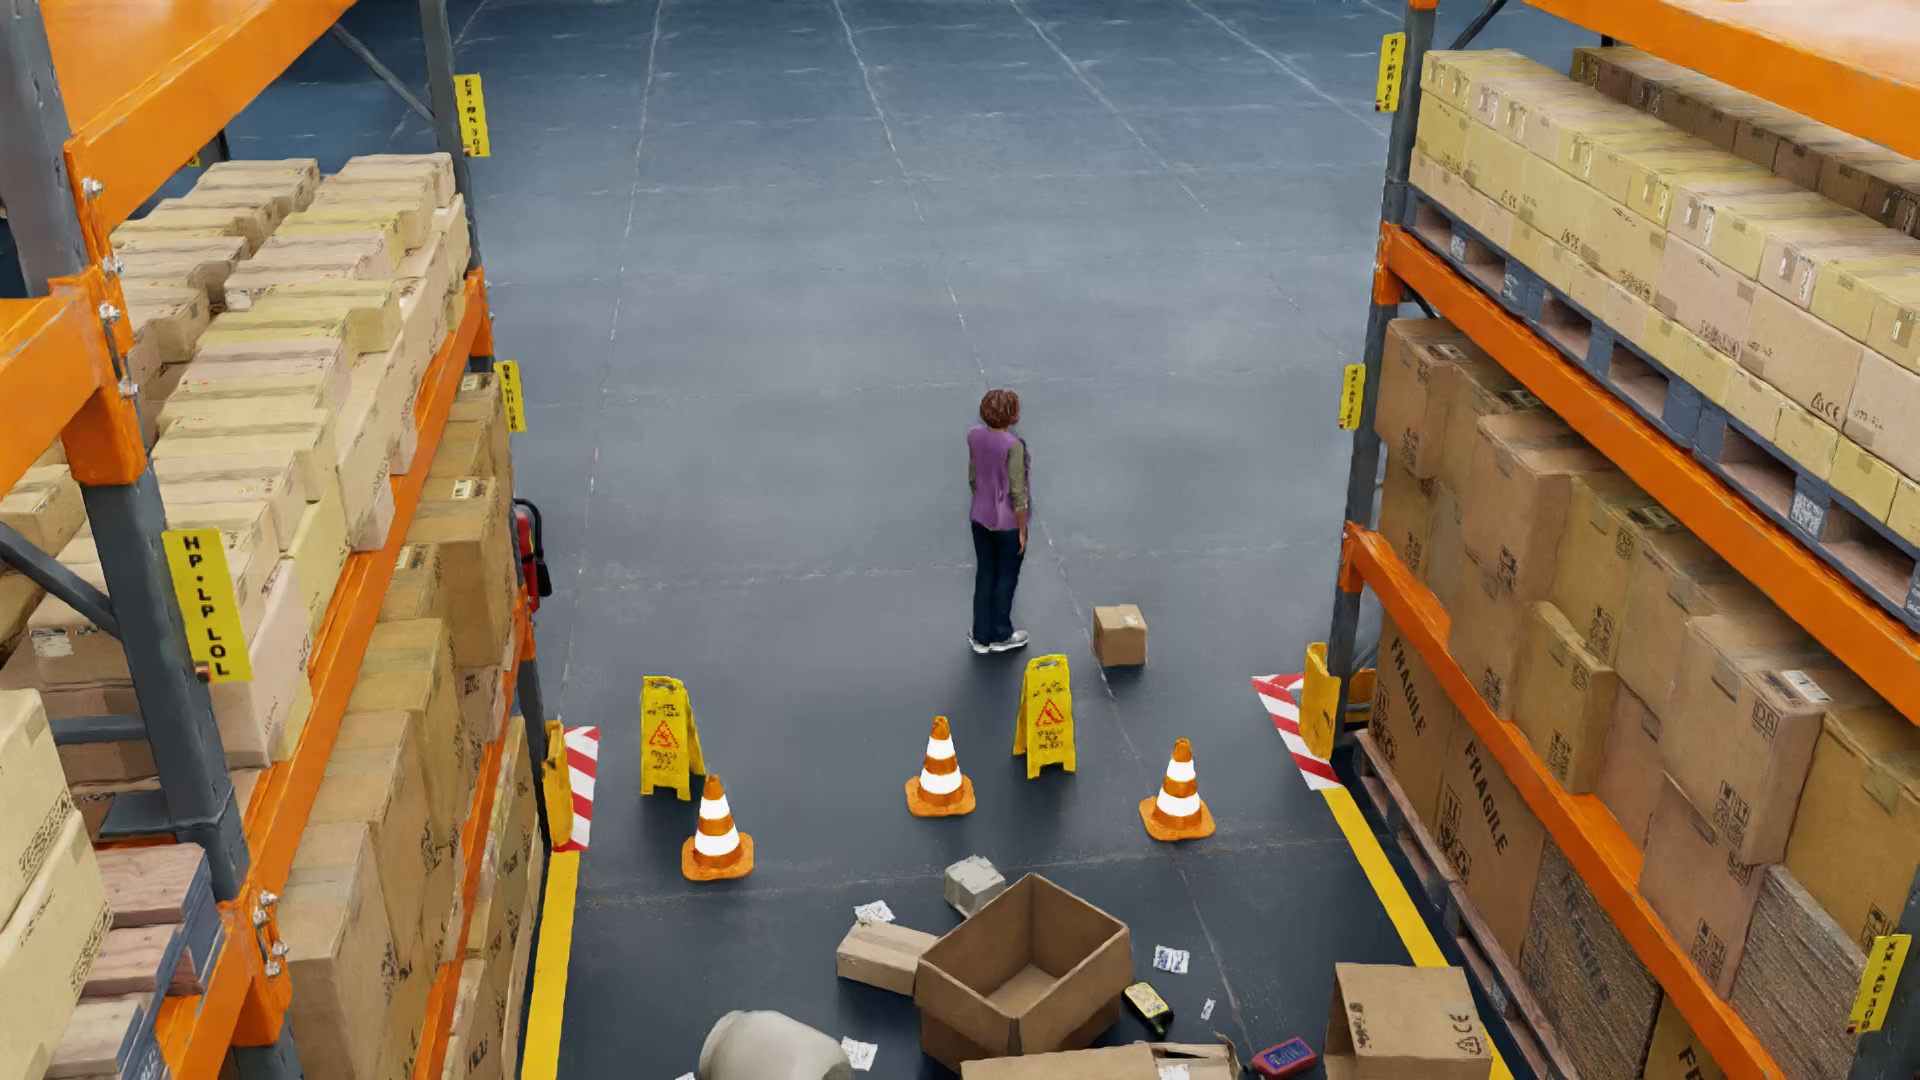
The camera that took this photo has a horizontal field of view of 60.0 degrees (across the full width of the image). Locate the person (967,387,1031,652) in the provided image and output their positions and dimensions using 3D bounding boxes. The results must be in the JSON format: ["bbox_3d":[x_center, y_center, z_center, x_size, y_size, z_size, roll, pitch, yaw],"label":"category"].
[{"bbox_3d":[0.209,-0.104,9.260,0.442,1.601,0.354,21,34,35],"label":"person"}]
